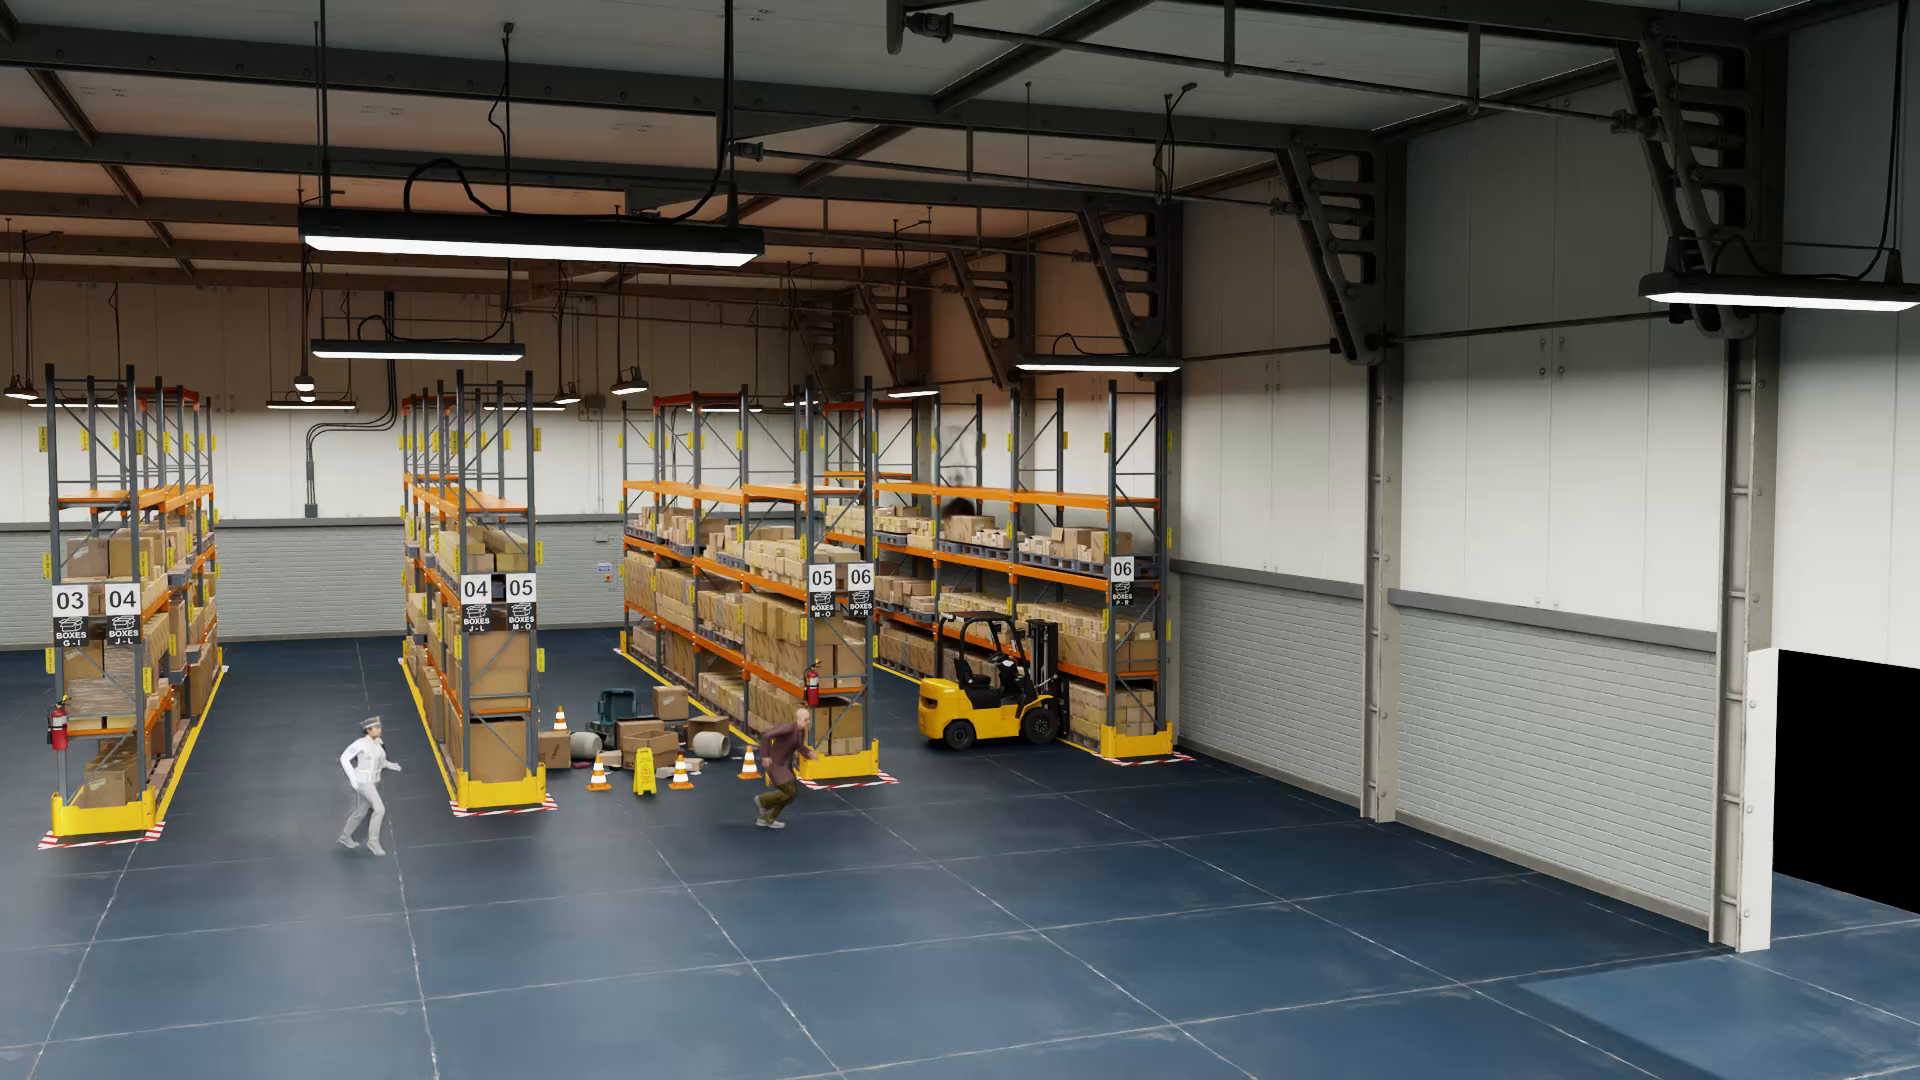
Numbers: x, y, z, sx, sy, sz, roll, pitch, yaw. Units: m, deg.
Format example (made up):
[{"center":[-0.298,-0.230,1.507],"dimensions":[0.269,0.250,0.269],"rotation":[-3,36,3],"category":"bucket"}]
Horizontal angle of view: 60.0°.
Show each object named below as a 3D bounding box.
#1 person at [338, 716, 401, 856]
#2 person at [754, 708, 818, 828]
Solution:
[{"center":[-7.228,3.000,20.275],"dimensions":[0.819,1.733,0.546],"rotation":[0,3,8],"category":"person"},{"center":[-2.264,2.958,21.448],"dimensions":[0.867,1.599,0.736],"rotation":[1,4,22],"category":"person"}]
